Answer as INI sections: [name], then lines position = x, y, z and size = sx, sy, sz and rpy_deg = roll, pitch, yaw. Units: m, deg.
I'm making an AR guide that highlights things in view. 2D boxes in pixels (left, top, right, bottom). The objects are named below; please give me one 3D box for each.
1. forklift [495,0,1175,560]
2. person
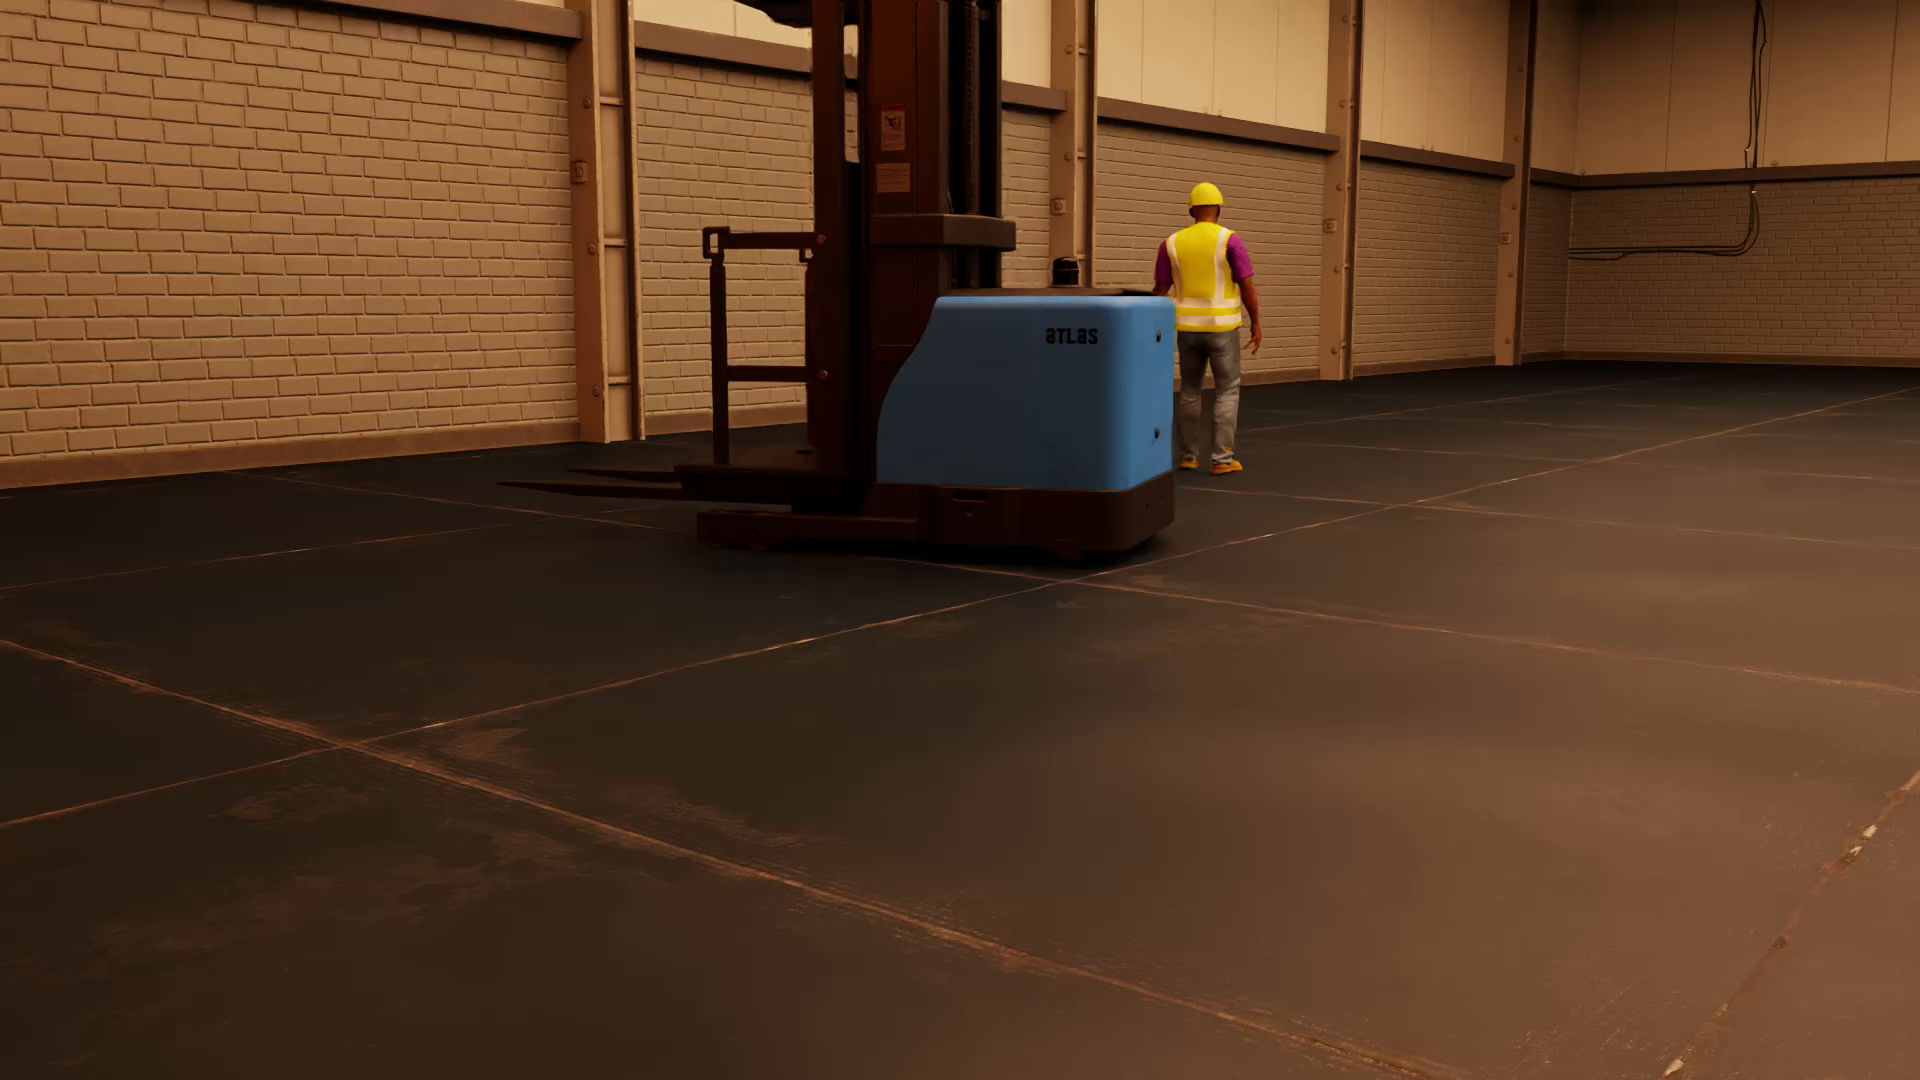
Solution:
[forklift]
position = -0.613, -1.472, 7.342
size = 3.031, 2.935, 1.130
rpy_deg = 3, 9, 18
[person]
position = 1.511, -1.322, 10.157
size = 0.658, 1.696, 0.381
rpy_deg = 5, 10, 29
